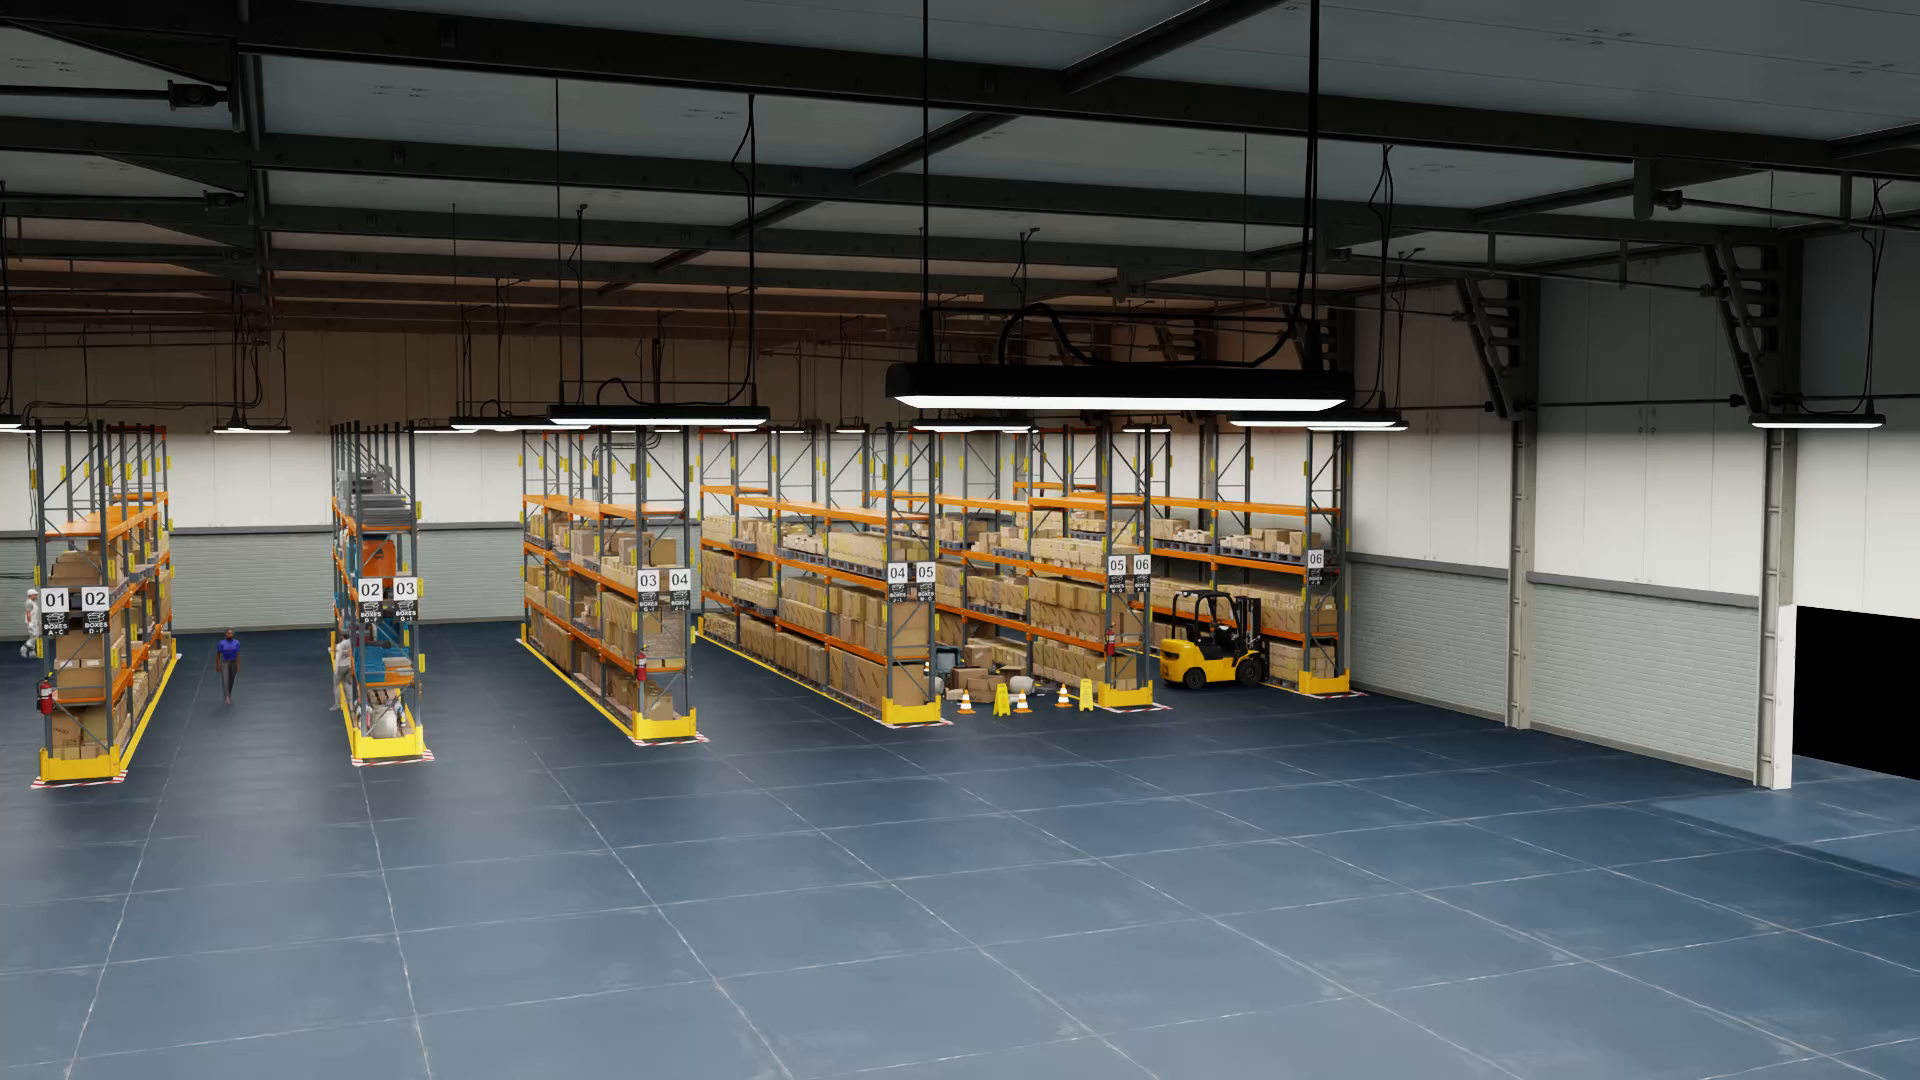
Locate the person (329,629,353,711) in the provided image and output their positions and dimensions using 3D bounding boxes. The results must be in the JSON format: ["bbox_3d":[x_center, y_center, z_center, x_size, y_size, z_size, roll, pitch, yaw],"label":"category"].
[{"bbox_3d":[-12.768,2.696,34.522,0.452,1.691,0.561,3,5,41],"label":"person"}]

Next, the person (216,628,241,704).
[{"bbox_3d":[-15.586,2.679,35.469,0.501,1.607,0.961,-3,5,-44],"label":"person"}]

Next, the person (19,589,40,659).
[{"bbox_3d":[-23.828,2.152,42.579,0.508,1.789,0.581,-2,4,-25],"label":"person"}]

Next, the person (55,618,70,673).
[{"bbox_3d":[-21.350,2.368,39.803,0.574,1.722,0.470,-1,4,-19],"label":"person"}]
